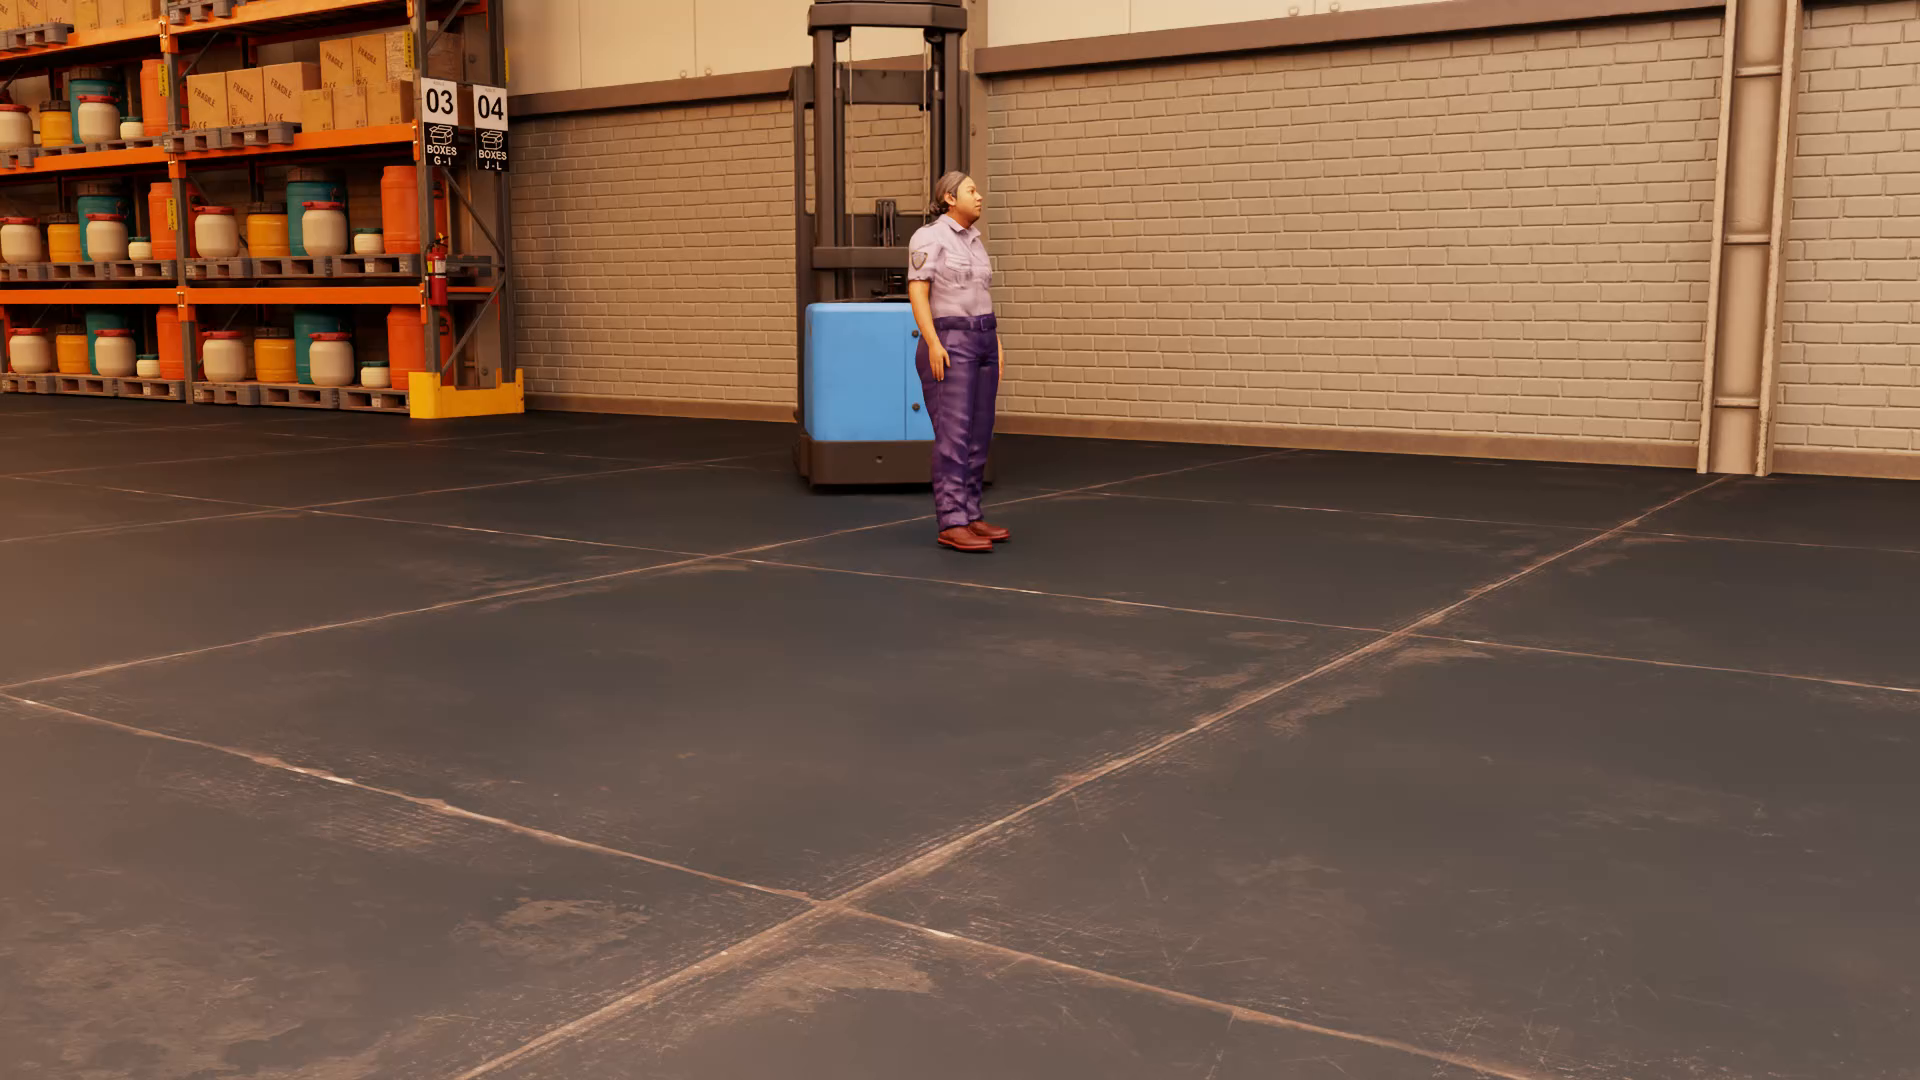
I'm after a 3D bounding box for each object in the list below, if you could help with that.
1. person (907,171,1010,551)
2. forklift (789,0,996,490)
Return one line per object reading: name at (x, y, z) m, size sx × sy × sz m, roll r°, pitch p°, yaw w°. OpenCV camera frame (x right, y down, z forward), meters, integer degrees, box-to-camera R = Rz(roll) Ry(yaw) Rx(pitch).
person at (0.062, -0.813, 7.418) m, size 0.502 × 1.651 × 0.598 m, roll 5°, pitch 10°, yaw 34°
forklift at (-0.517, -1.909, 10.618) m, size 1.130 × 2.935 × 3.031 m, roll -1°, pitch 8°, yaw -8°
